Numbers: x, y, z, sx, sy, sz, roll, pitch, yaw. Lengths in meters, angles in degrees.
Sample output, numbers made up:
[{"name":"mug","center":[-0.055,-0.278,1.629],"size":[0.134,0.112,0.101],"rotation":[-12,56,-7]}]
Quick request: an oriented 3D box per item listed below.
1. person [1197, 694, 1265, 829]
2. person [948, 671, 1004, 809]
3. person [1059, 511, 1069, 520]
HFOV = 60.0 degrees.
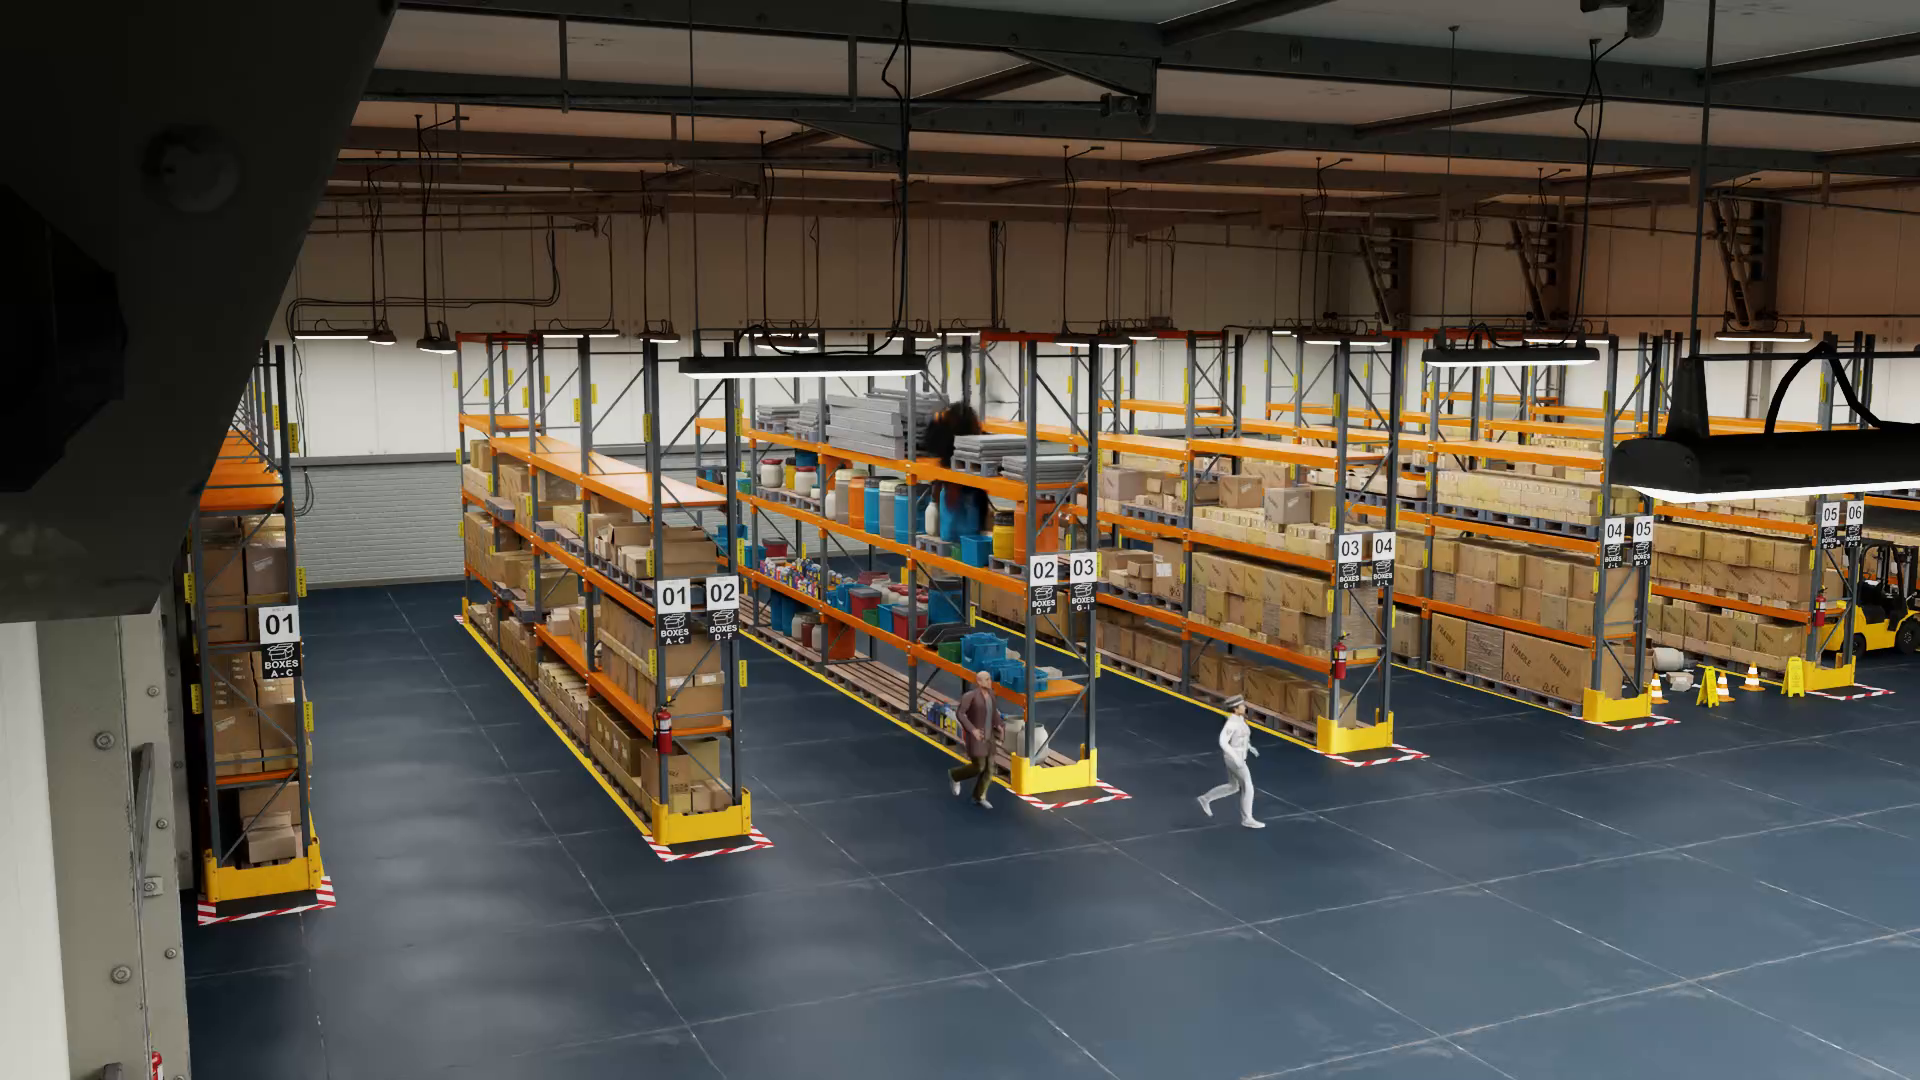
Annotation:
[{"name":"person","center":[3.374,2.727,20.640],"size":[0.846,1.681,0.640],"rotation":[2,8,12]},{"name":"person","center":[0.244,2.569,21.711],"size":[0.733,1.751,0.740],"rotation":[7,11,43]},{"name":"person","center":[2.444,-0.031,40.813],"size":[0.717,1.711,0.629],"rotation":[5,9,32]}]
